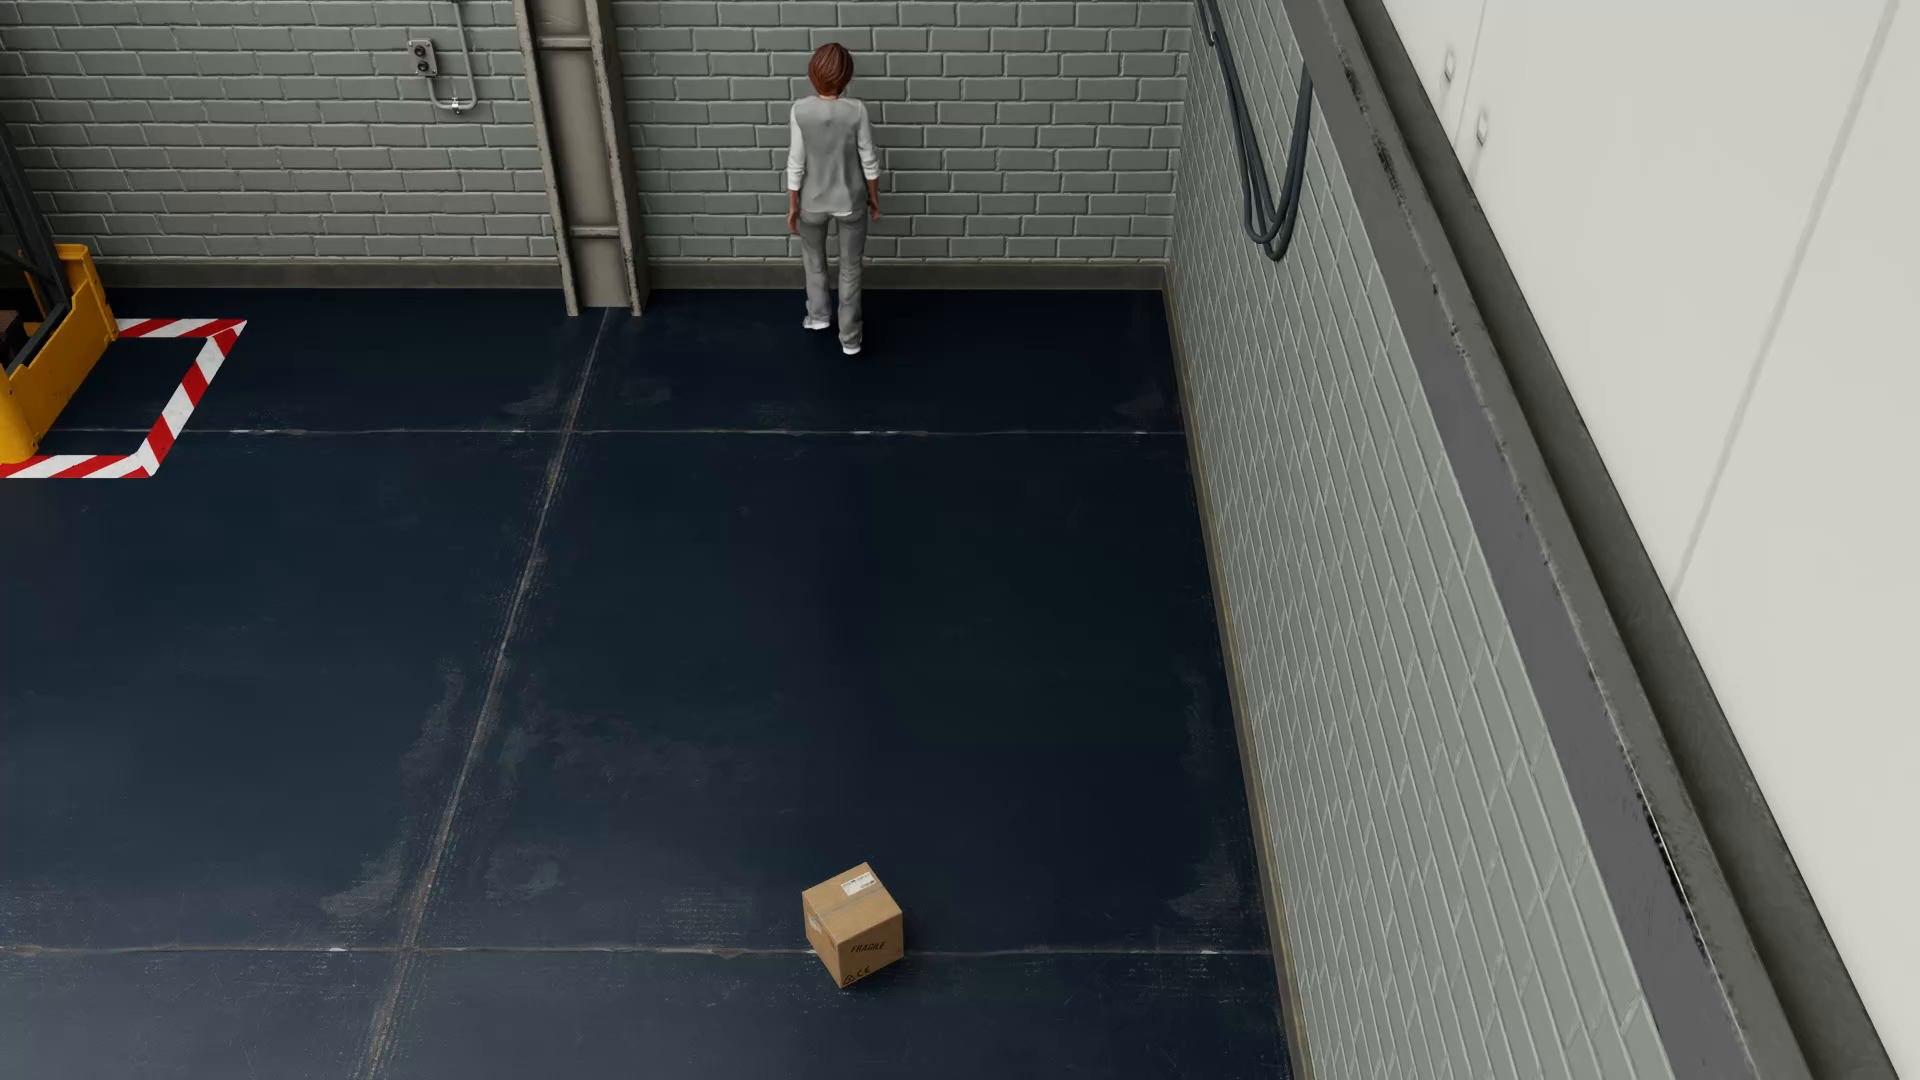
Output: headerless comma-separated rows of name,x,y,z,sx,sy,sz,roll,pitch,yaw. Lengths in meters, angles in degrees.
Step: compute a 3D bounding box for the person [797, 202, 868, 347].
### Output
person,-0.624,-1.419,8.254,0.354,0.875,0.380,-1,40,-1
